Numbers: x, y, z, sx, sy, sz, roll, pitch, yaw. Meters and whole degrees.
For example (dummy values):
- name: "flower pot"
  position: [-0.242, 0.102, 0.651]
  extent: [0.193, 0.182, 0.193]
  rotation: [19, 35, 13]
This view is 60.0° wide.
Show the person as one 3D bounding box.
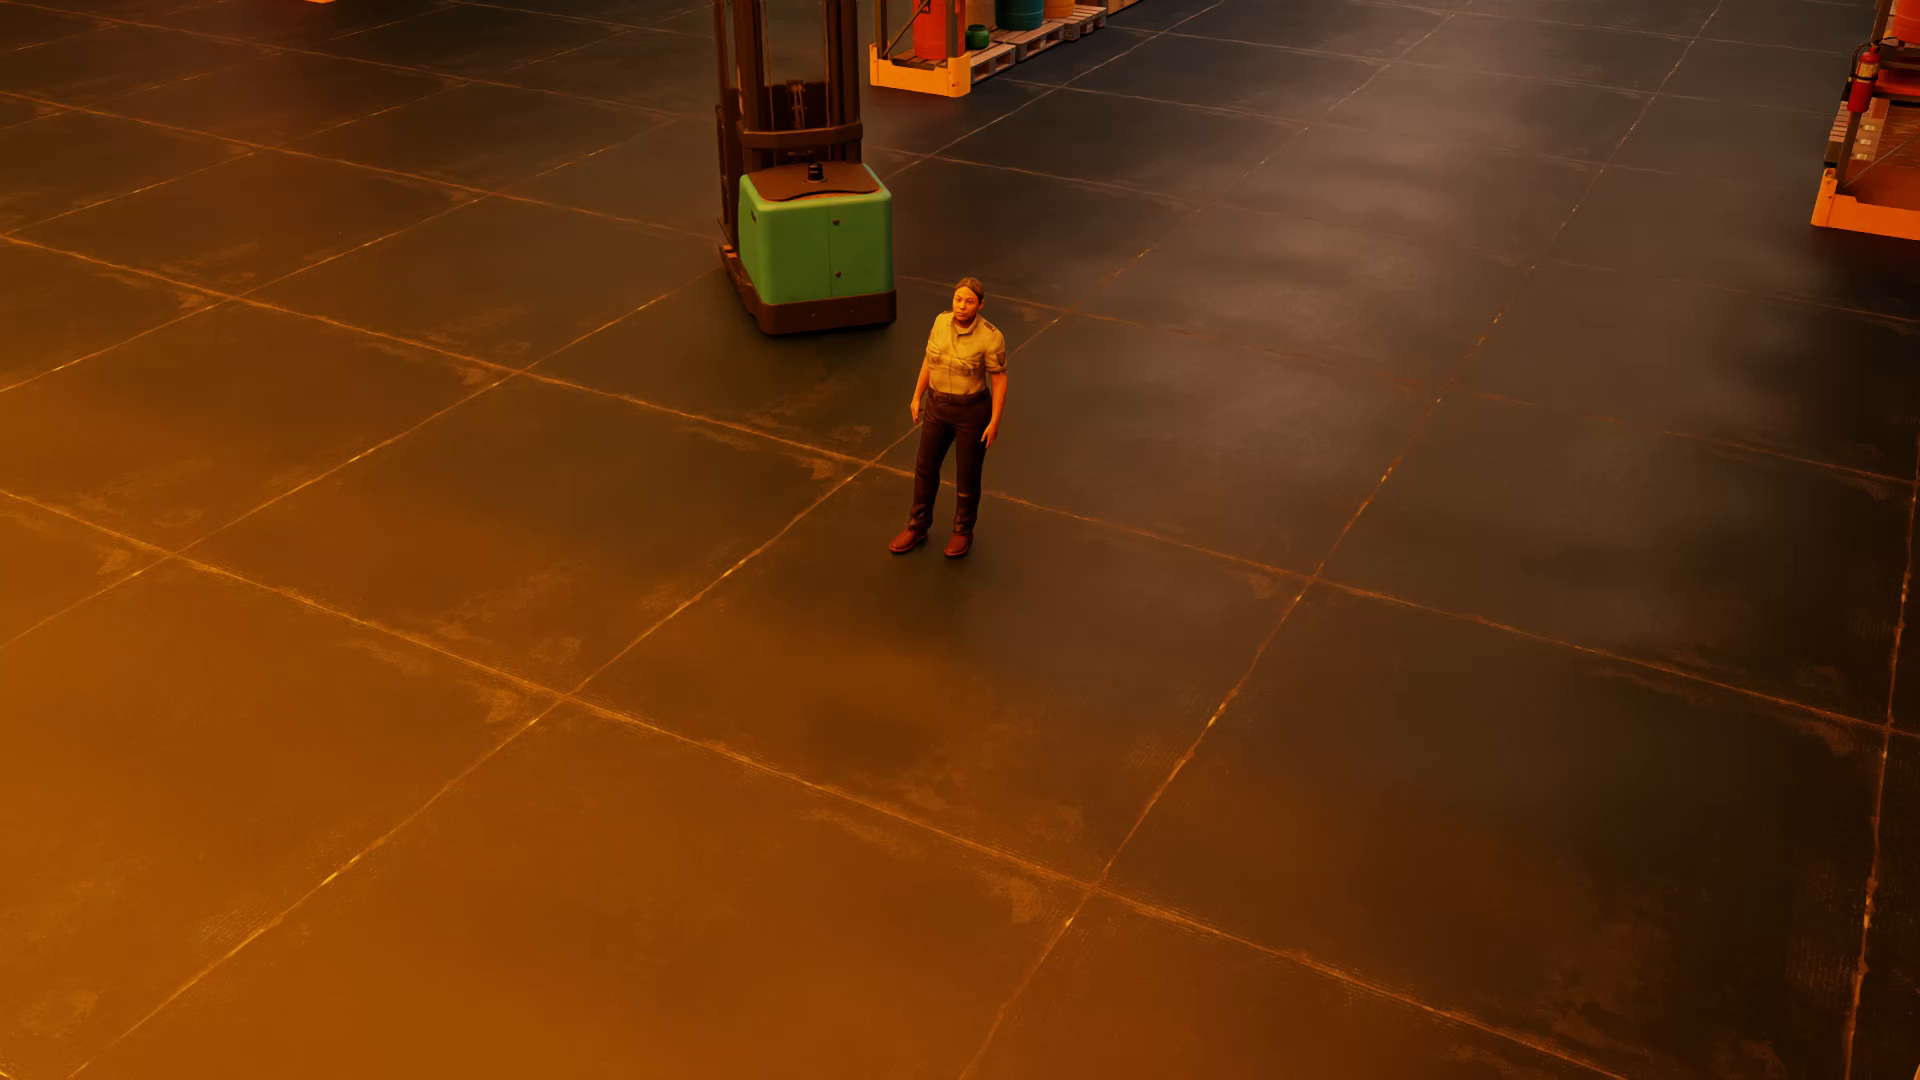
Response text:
- name: "person"
  position: [-0.064, -0.686, 9.529]
  extent: [0.598, 1.651, 0.502]
  rotation: [15, 33, 25]

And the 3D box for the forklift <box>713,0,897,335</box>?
- name: "forklift"
  position: [-1.397, -3.543, 13.209]
  extent: [1.130, 2.935, 3.031]
  rotation: [-8, 31, -14]
